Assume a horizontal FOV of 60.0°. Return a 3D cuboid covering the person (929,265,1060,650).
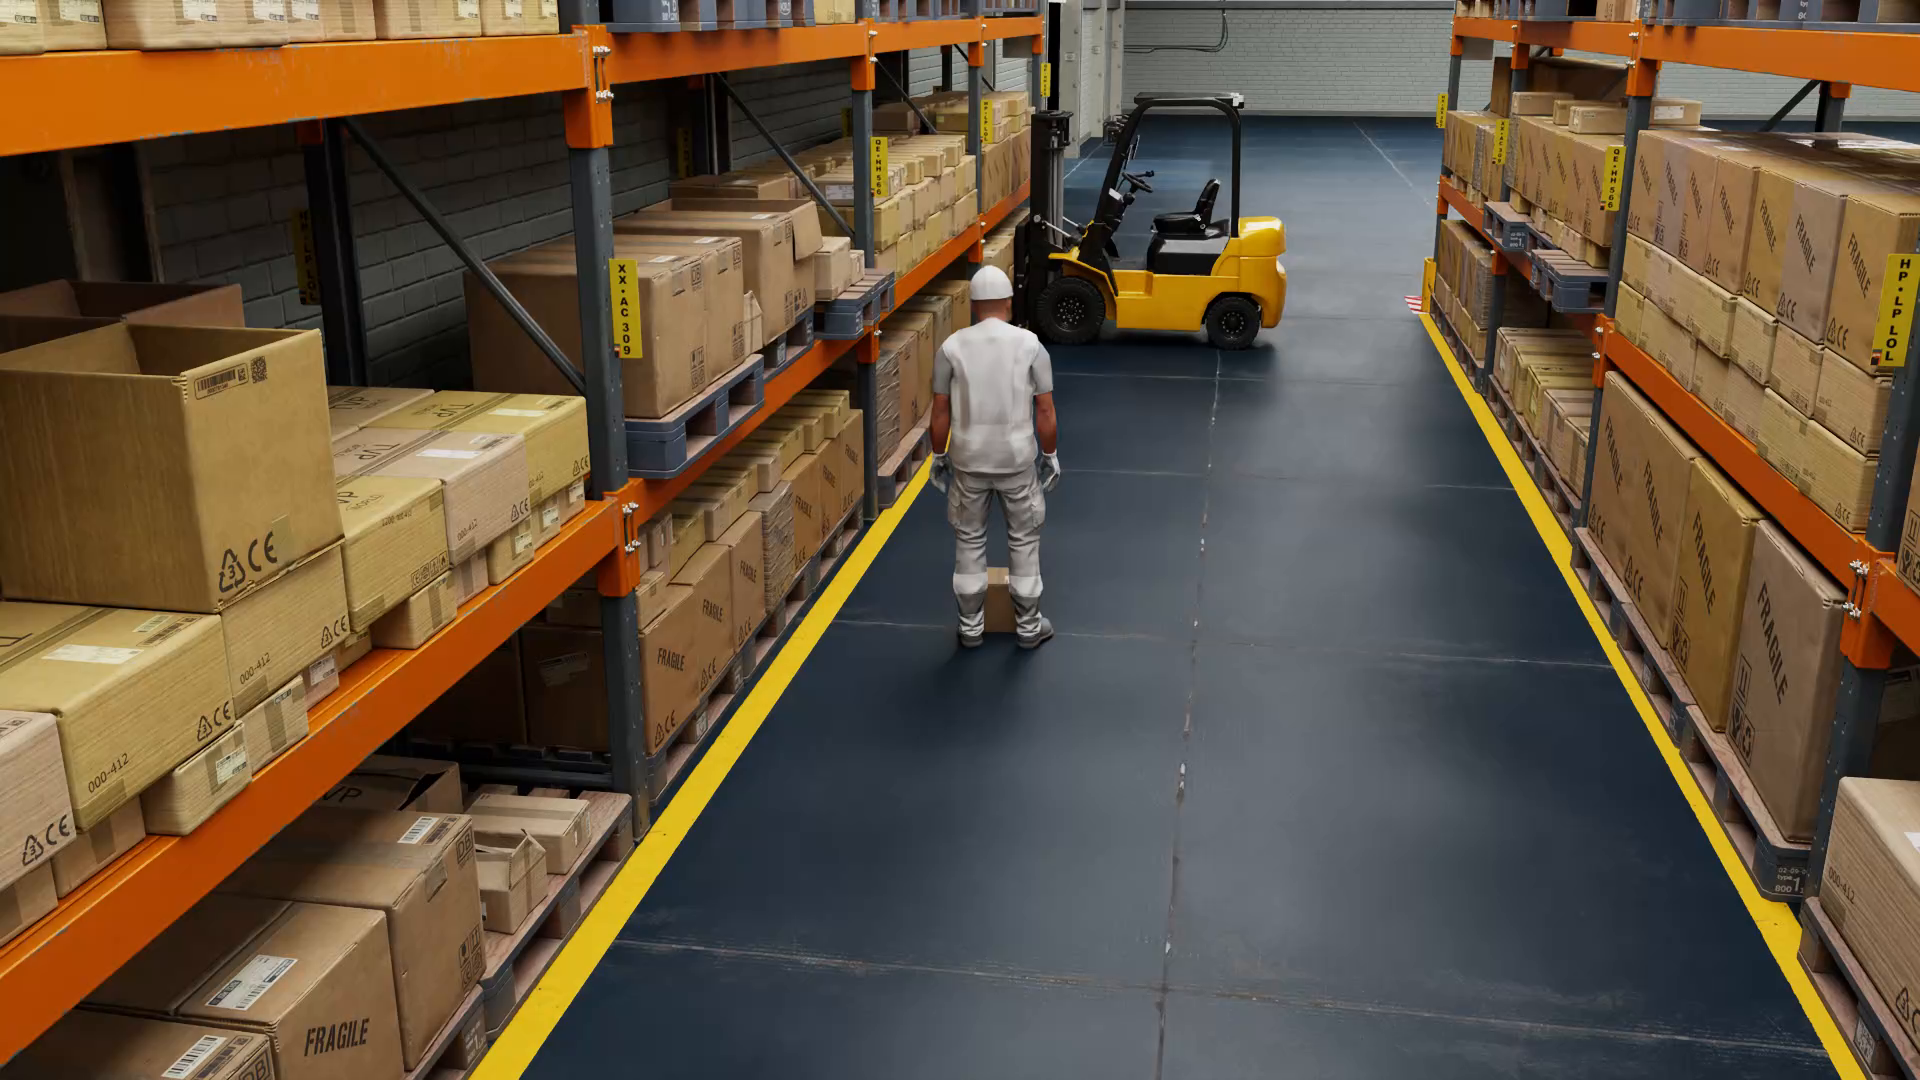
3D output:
[{"bbox_3d":[0.159,-0.366,7.677,0.609,1.777,0.453,2,18,5],"label":"person"}]
